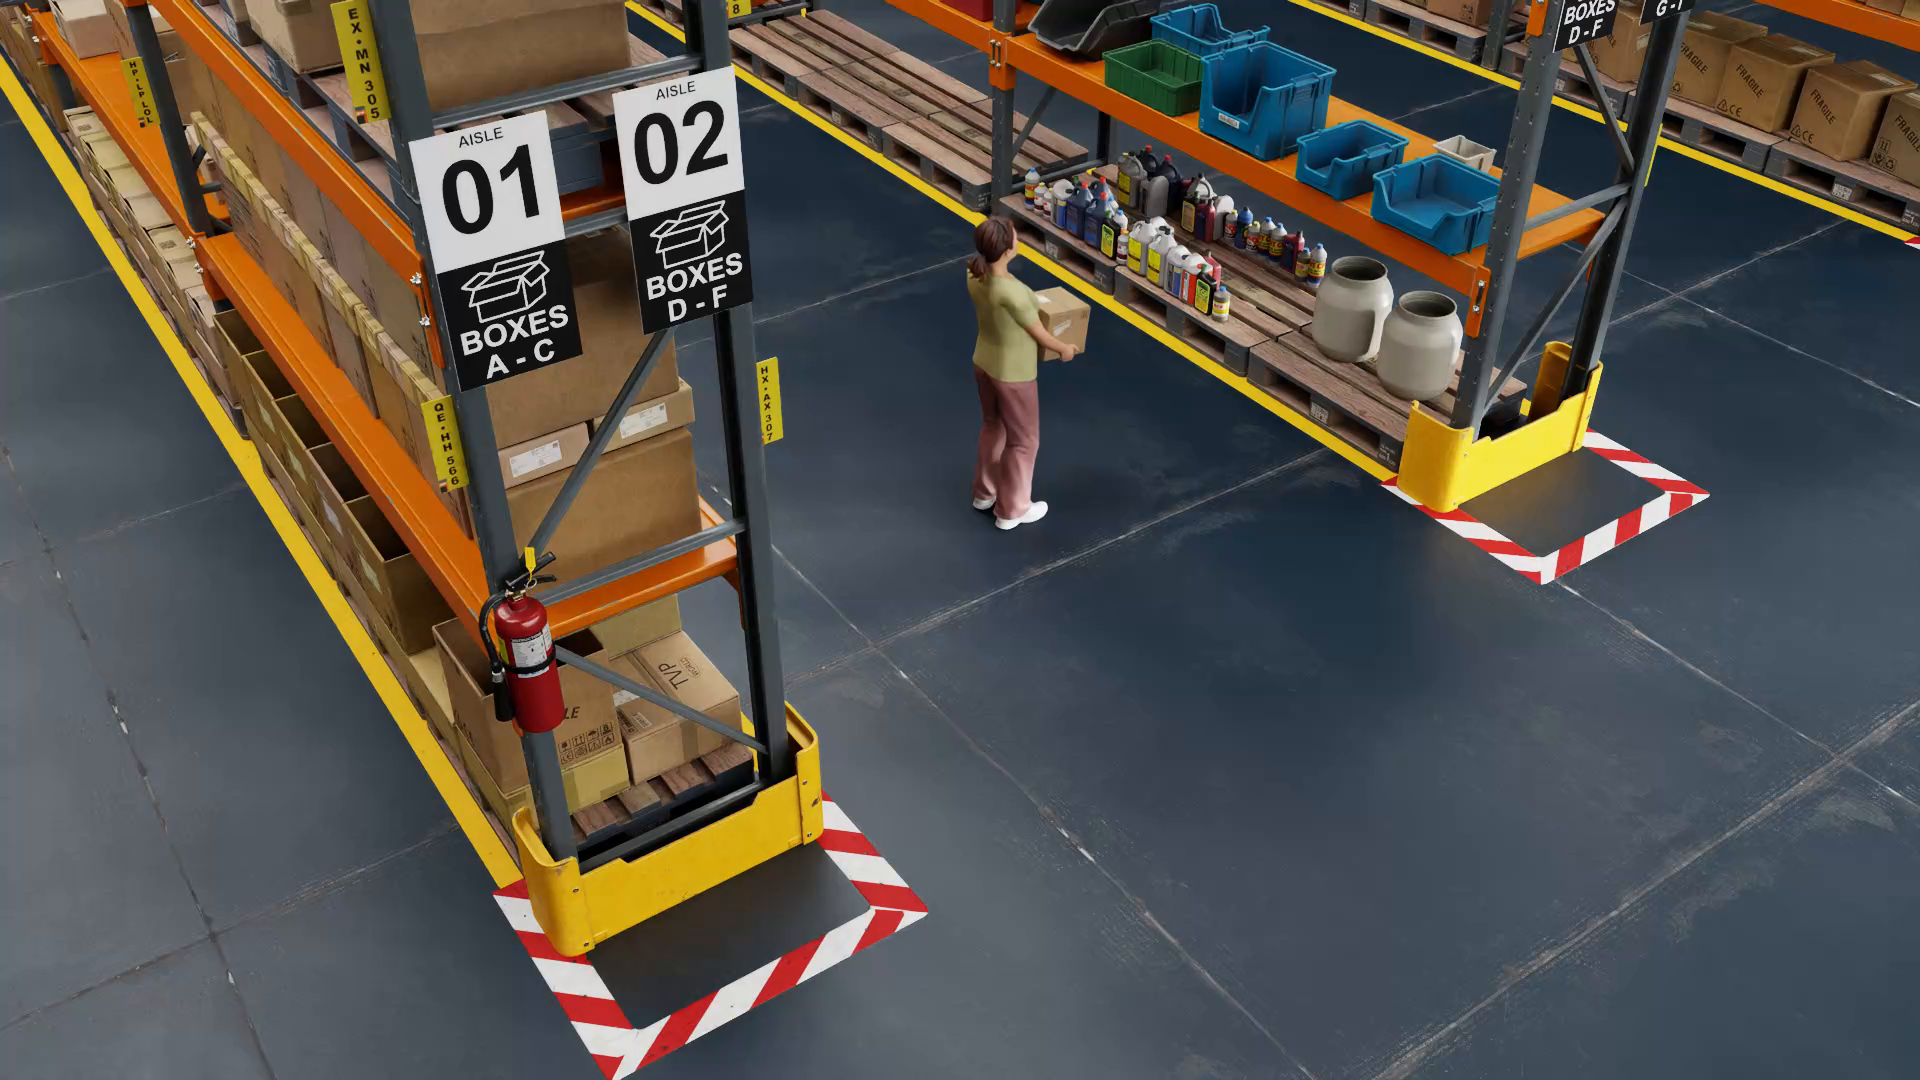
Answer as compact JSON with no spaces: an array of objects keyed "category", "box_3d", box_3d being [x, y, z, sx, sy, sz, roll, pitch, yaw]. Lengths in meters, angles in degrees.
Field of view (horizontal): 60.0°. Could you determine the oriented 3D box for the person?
[{"category":"person","box_3d":[0.279,-0.843,8.153,0.553,1.663,0.425,-22,42,-27]}]
